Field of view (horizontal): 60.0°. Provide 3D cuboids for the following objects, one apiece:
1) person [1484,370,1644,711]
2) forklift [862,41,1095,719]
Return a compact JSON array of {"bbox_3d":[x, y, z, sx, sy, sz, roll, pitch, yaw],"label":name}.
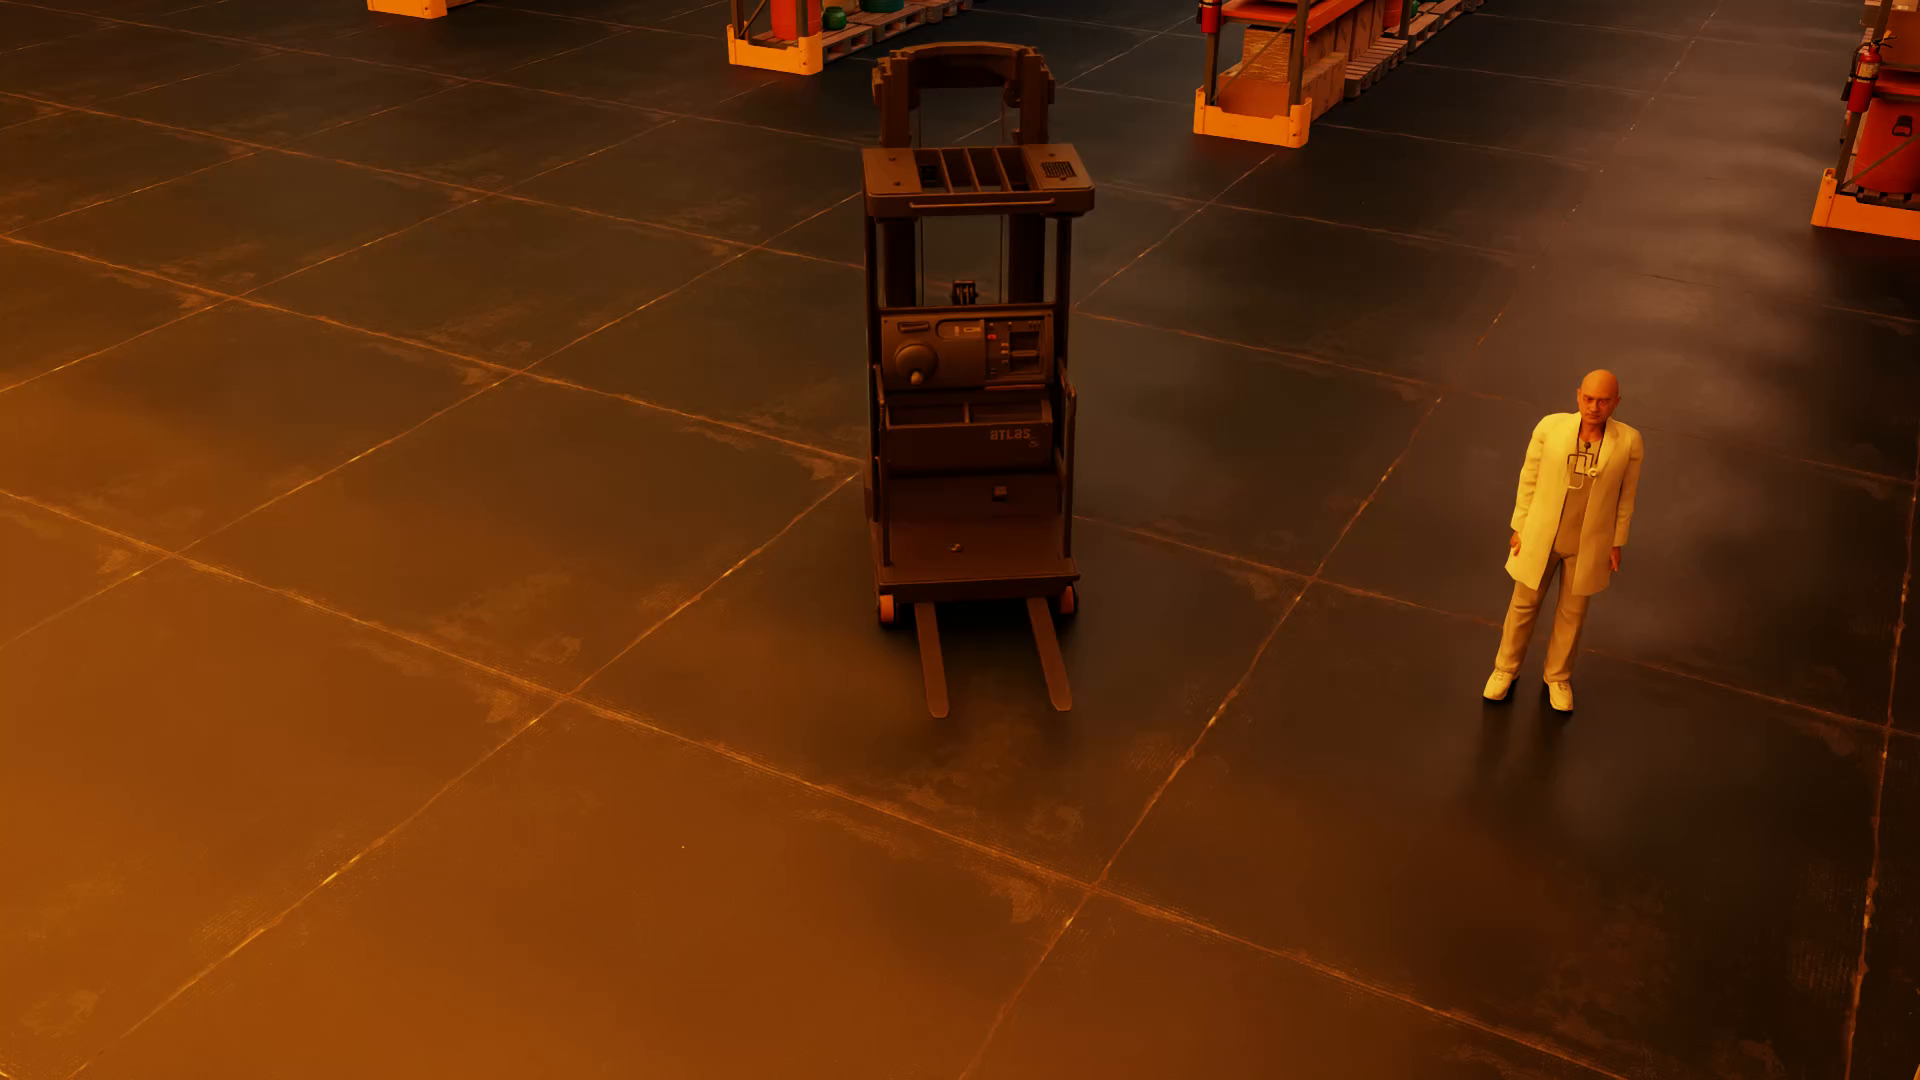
[{"bbox_3d":[2.995,0.013,8.198,0.551,1.782,0.392,9,31,15],"label":"person"},{"bbox_3d":[0.065,-0.982,8.772,1.130,2.935,3.031,-3,30,-5],"label":"forklift"}]
